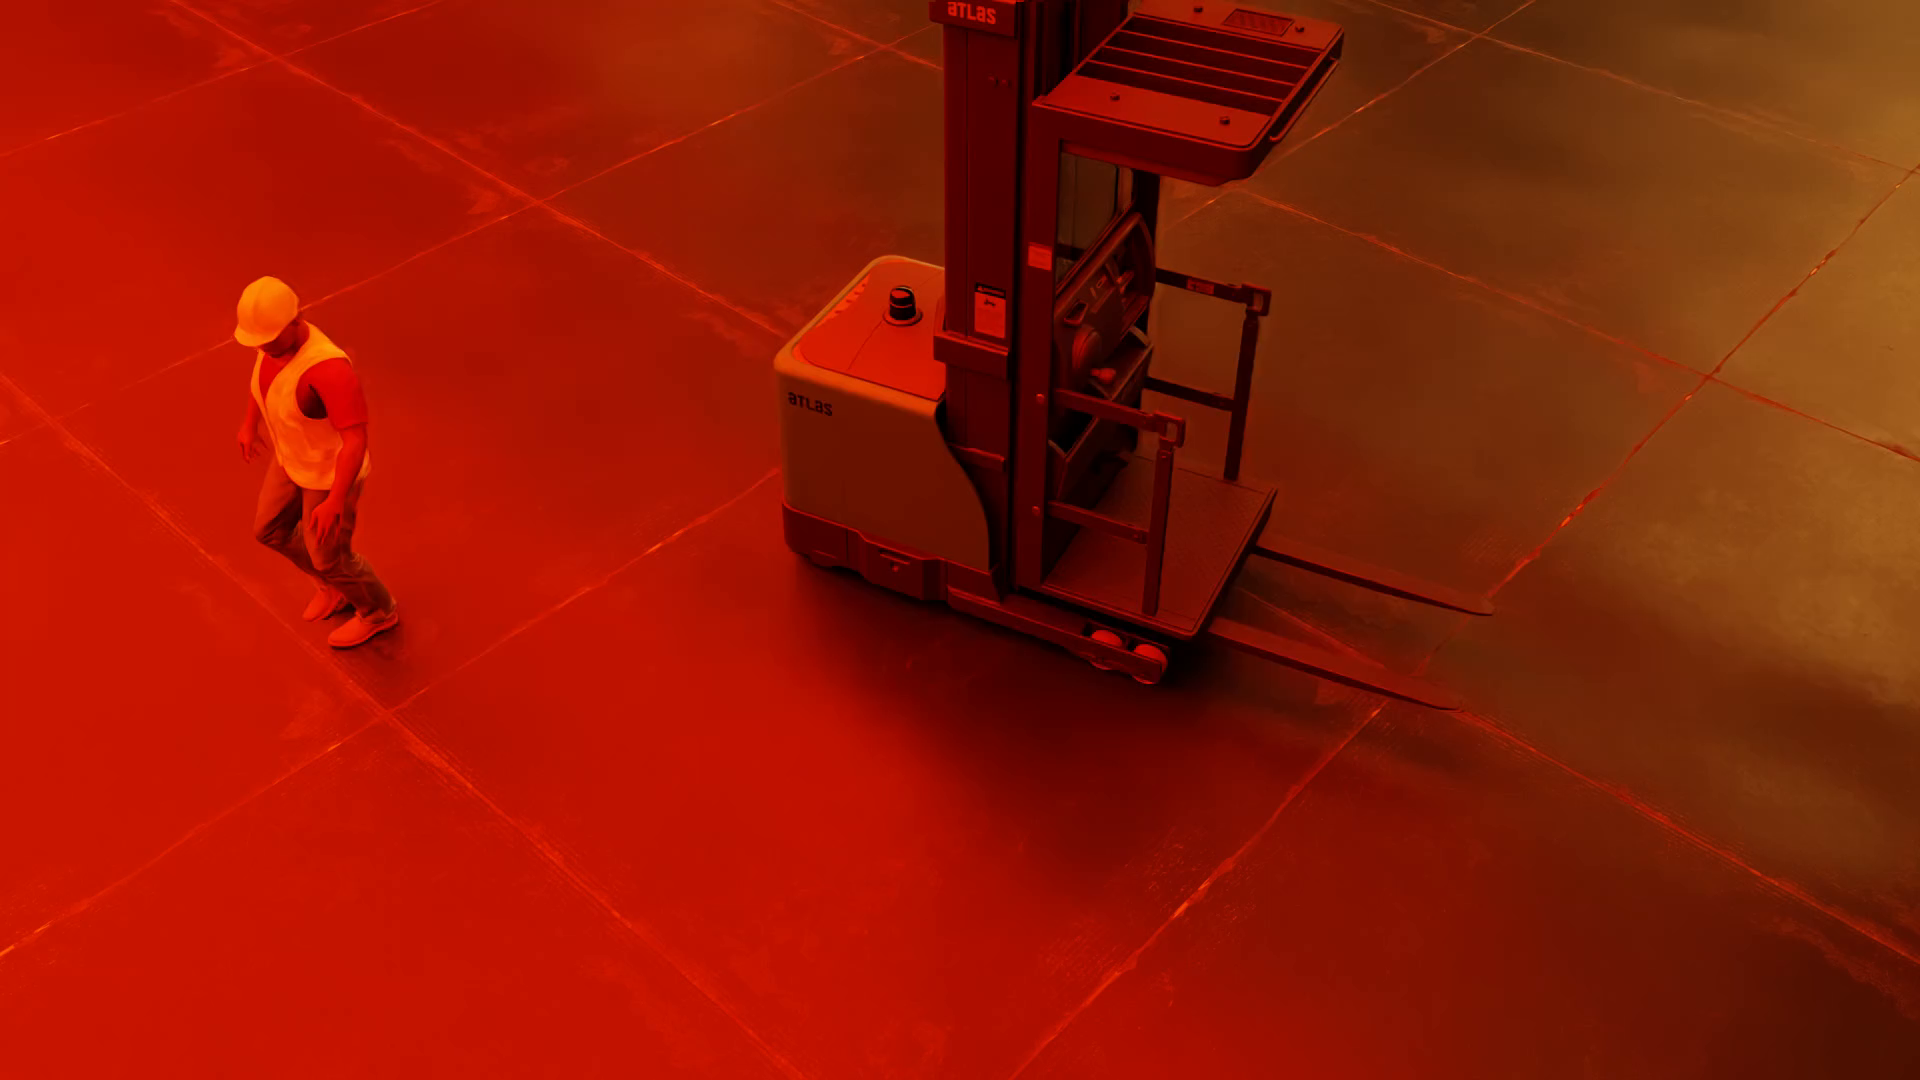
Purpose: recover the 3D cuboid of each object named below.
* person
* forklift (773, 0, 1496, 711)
[{"bbox_3d":[-2.597,-0.256,6.665,0.501,1.773,0.907,-28,48,-29],"label":"person"},{"bbox_3d":[0.755,-0.906,6.485,3.031,2.935,1.130,18,44,20],"label":"forklift"}]
